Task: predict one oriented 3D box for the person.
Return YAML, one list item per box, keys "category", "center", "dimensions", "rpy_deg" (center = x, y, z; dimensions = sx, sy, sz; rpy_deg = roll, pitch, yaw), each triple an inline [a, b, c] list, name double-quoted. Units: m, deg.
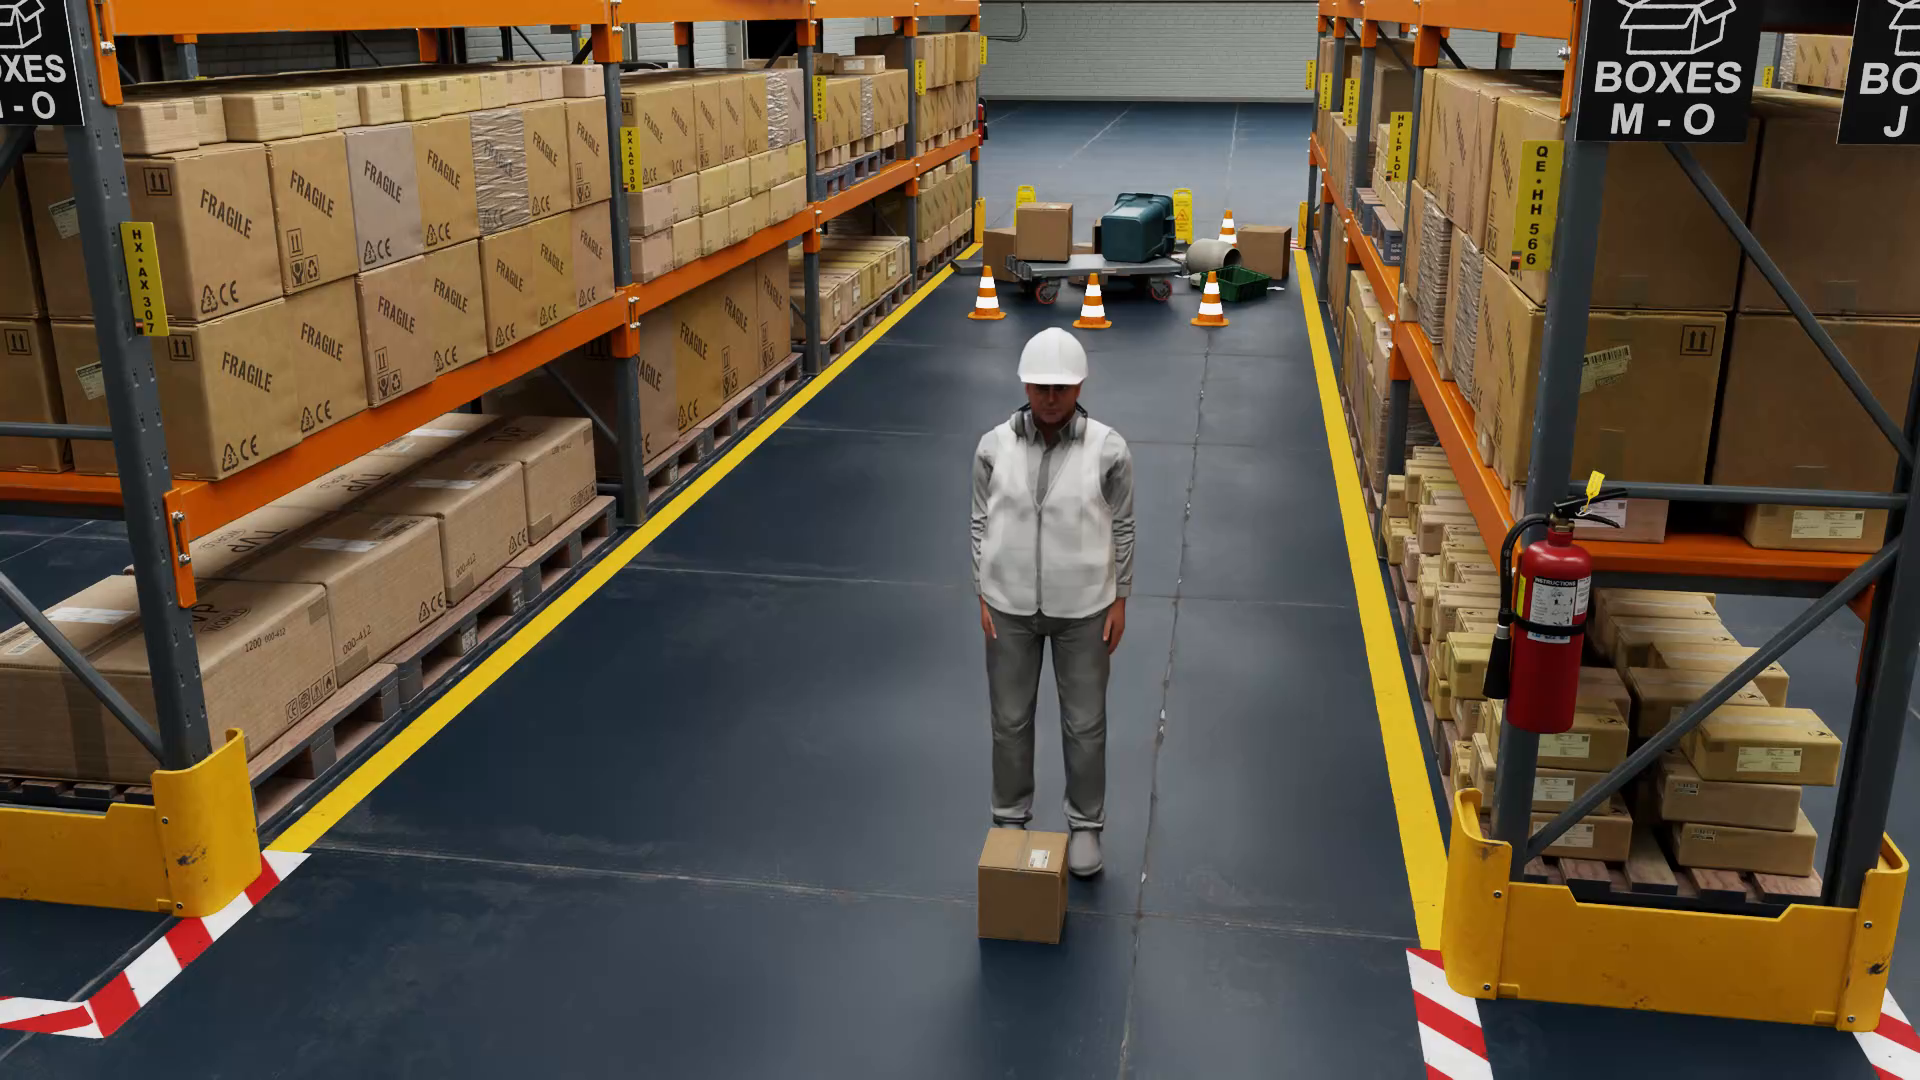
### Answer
- category: "person"
  center: [0.288, 0.204, 5.364]
  dimensions: [0.531, 1.776, 0.376]
  rpy_deg: [3, 18, 10]
